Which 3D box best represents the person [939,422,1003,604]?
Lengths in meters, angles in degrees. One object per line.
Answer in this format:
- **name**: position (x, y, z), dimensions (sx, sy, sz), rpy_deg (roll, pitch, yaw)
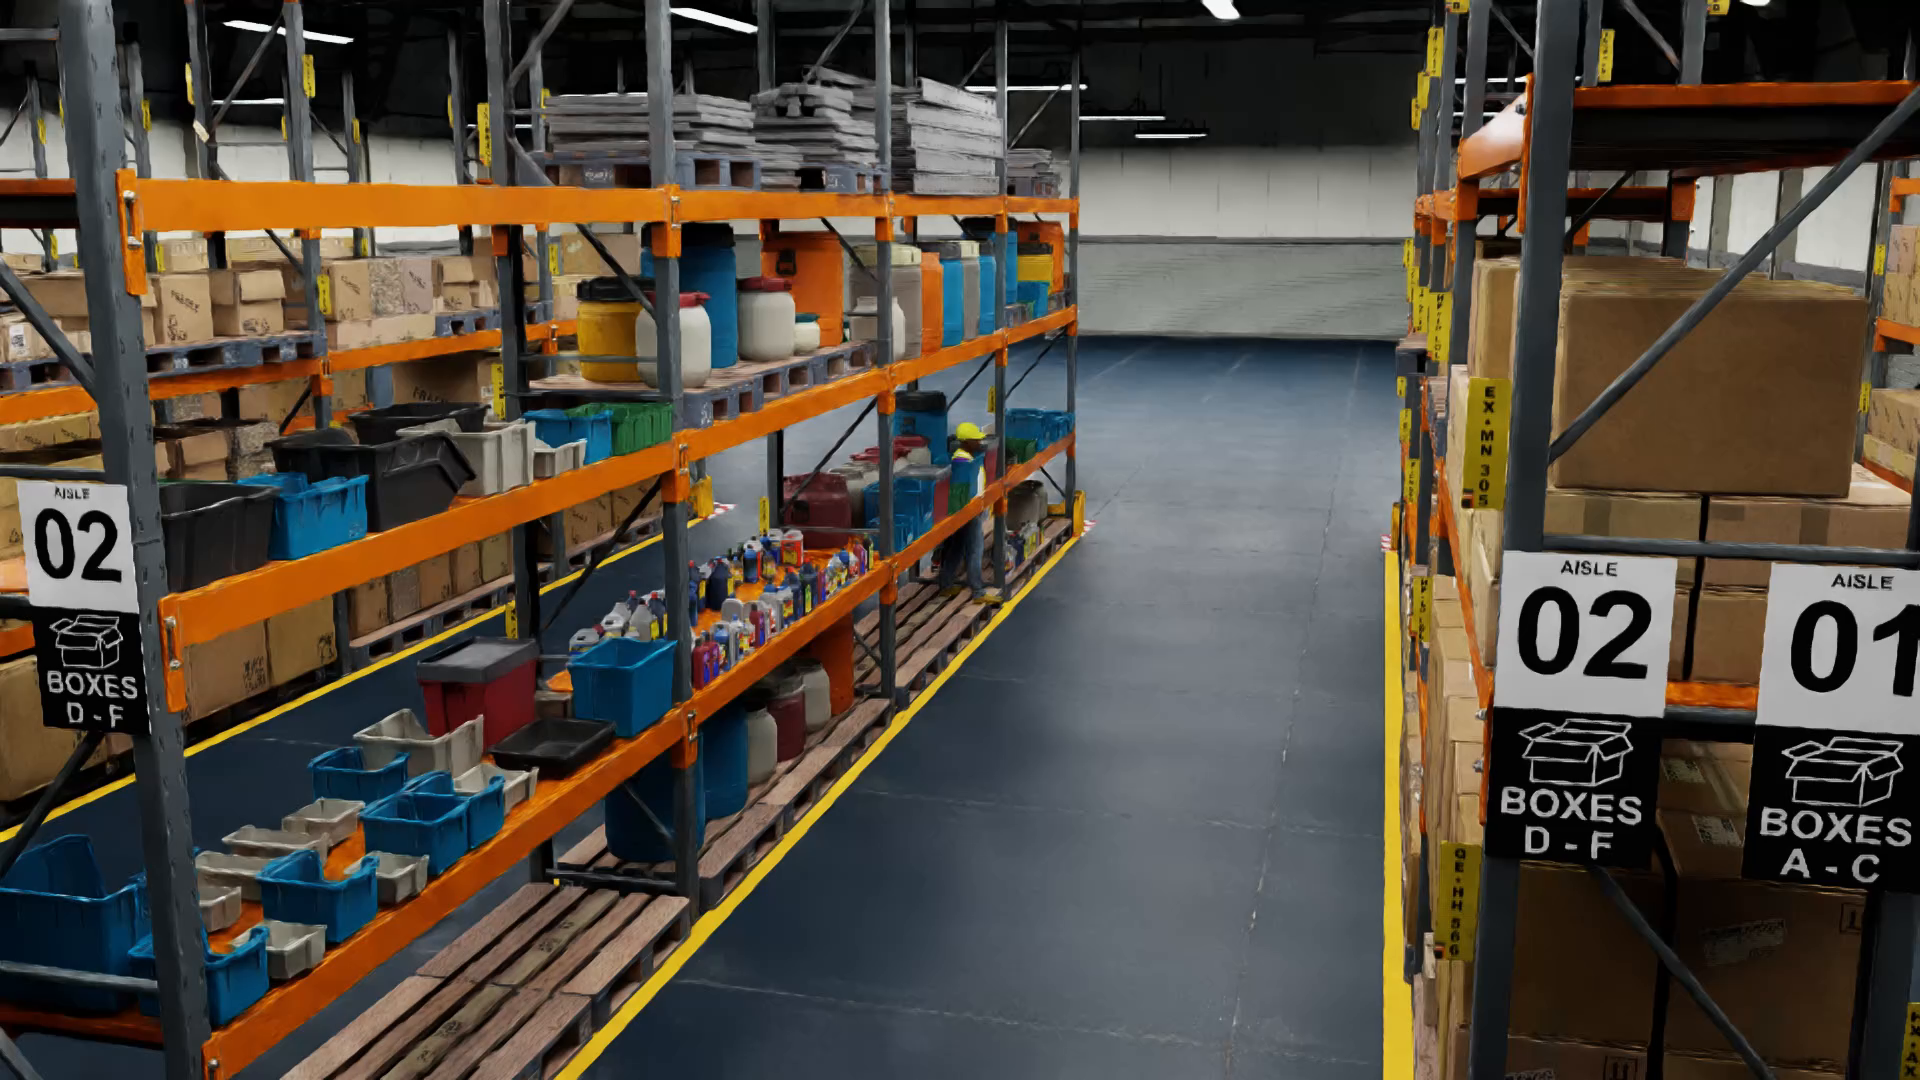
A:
- **person**: position (0.104, -0.264, 16.075), dimensions (0.626, 1.767, 0.729), rpy_deg (0, 11, 0)
